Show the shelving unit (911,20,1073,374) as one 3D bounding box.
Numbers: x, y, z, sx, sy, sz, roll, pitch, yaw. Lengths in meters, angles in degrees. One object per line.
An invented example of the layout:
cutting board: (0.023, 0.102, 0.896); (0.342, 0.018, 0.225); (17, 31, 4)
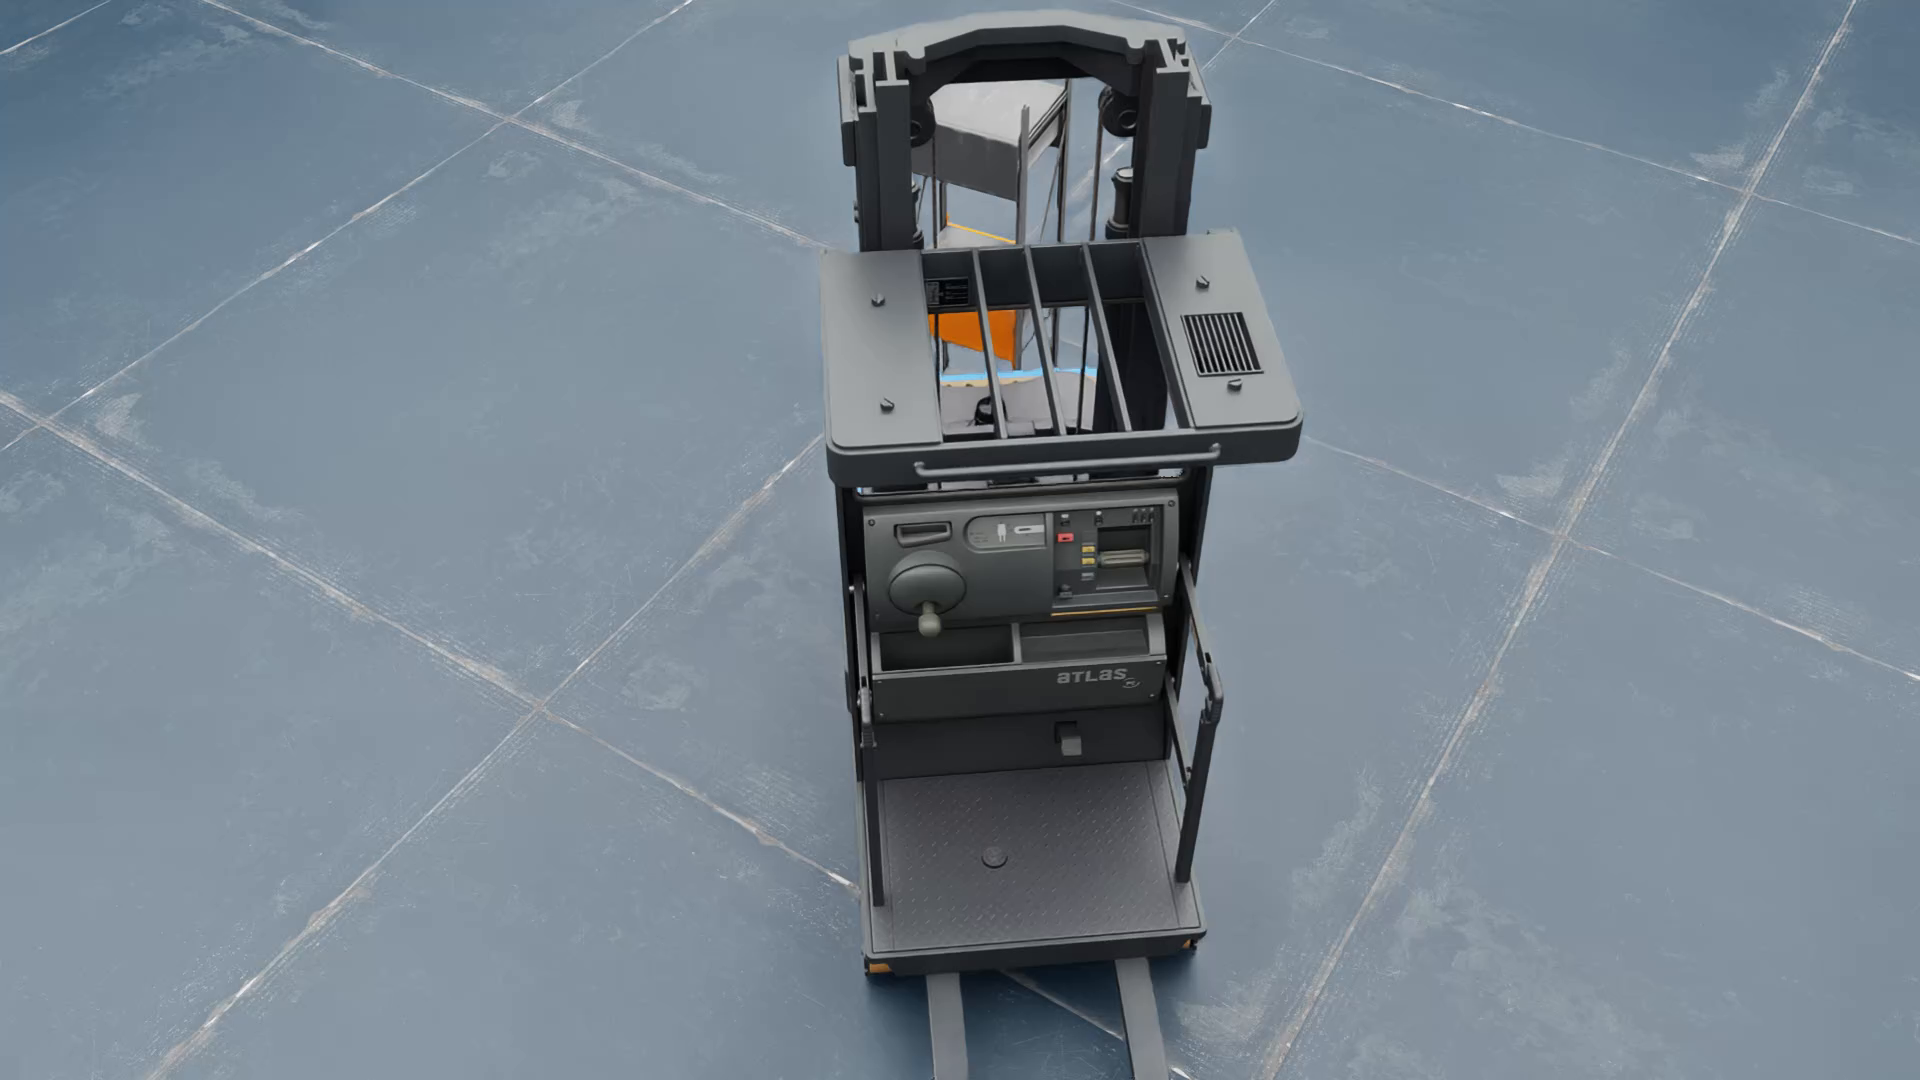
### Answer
shelving unit: (0.074, -0.876, 6.359); (0.503, 2.100, 0.431); (19, 49, 18)

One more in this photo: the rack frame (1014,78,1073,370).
rack frame: (0.293, -0.799, 6.284); (0.015, 2.100, 0.400); (19, 49, 18)

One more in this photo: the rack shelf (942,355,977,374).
rack shelf: (0.074, -0.379, 6.871); (0.480, 0.518, 0.431); (19, 49, 18)

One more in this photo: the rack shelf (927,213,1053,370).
rack shelf: (0.074, -0.867, 6.369); (0.480, 0.518, 0.431); (19, 49, 18)

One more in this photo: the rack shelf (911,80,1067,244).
rack shelf: (0.074, -1.355, 5.867); (0.480, 0.518, 0.431); (19, 49, 18)

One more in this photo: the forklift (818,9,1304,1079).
forklift: (0.205, 0.163, 4.770); (1.130, 2.935, 3.031); (-4, 46, -4)

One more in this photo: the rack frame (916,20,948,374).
rack frame: (-0.145, -0.953, 6.434); (0.015, 2.100, 0.400); (19, 49, 18)
